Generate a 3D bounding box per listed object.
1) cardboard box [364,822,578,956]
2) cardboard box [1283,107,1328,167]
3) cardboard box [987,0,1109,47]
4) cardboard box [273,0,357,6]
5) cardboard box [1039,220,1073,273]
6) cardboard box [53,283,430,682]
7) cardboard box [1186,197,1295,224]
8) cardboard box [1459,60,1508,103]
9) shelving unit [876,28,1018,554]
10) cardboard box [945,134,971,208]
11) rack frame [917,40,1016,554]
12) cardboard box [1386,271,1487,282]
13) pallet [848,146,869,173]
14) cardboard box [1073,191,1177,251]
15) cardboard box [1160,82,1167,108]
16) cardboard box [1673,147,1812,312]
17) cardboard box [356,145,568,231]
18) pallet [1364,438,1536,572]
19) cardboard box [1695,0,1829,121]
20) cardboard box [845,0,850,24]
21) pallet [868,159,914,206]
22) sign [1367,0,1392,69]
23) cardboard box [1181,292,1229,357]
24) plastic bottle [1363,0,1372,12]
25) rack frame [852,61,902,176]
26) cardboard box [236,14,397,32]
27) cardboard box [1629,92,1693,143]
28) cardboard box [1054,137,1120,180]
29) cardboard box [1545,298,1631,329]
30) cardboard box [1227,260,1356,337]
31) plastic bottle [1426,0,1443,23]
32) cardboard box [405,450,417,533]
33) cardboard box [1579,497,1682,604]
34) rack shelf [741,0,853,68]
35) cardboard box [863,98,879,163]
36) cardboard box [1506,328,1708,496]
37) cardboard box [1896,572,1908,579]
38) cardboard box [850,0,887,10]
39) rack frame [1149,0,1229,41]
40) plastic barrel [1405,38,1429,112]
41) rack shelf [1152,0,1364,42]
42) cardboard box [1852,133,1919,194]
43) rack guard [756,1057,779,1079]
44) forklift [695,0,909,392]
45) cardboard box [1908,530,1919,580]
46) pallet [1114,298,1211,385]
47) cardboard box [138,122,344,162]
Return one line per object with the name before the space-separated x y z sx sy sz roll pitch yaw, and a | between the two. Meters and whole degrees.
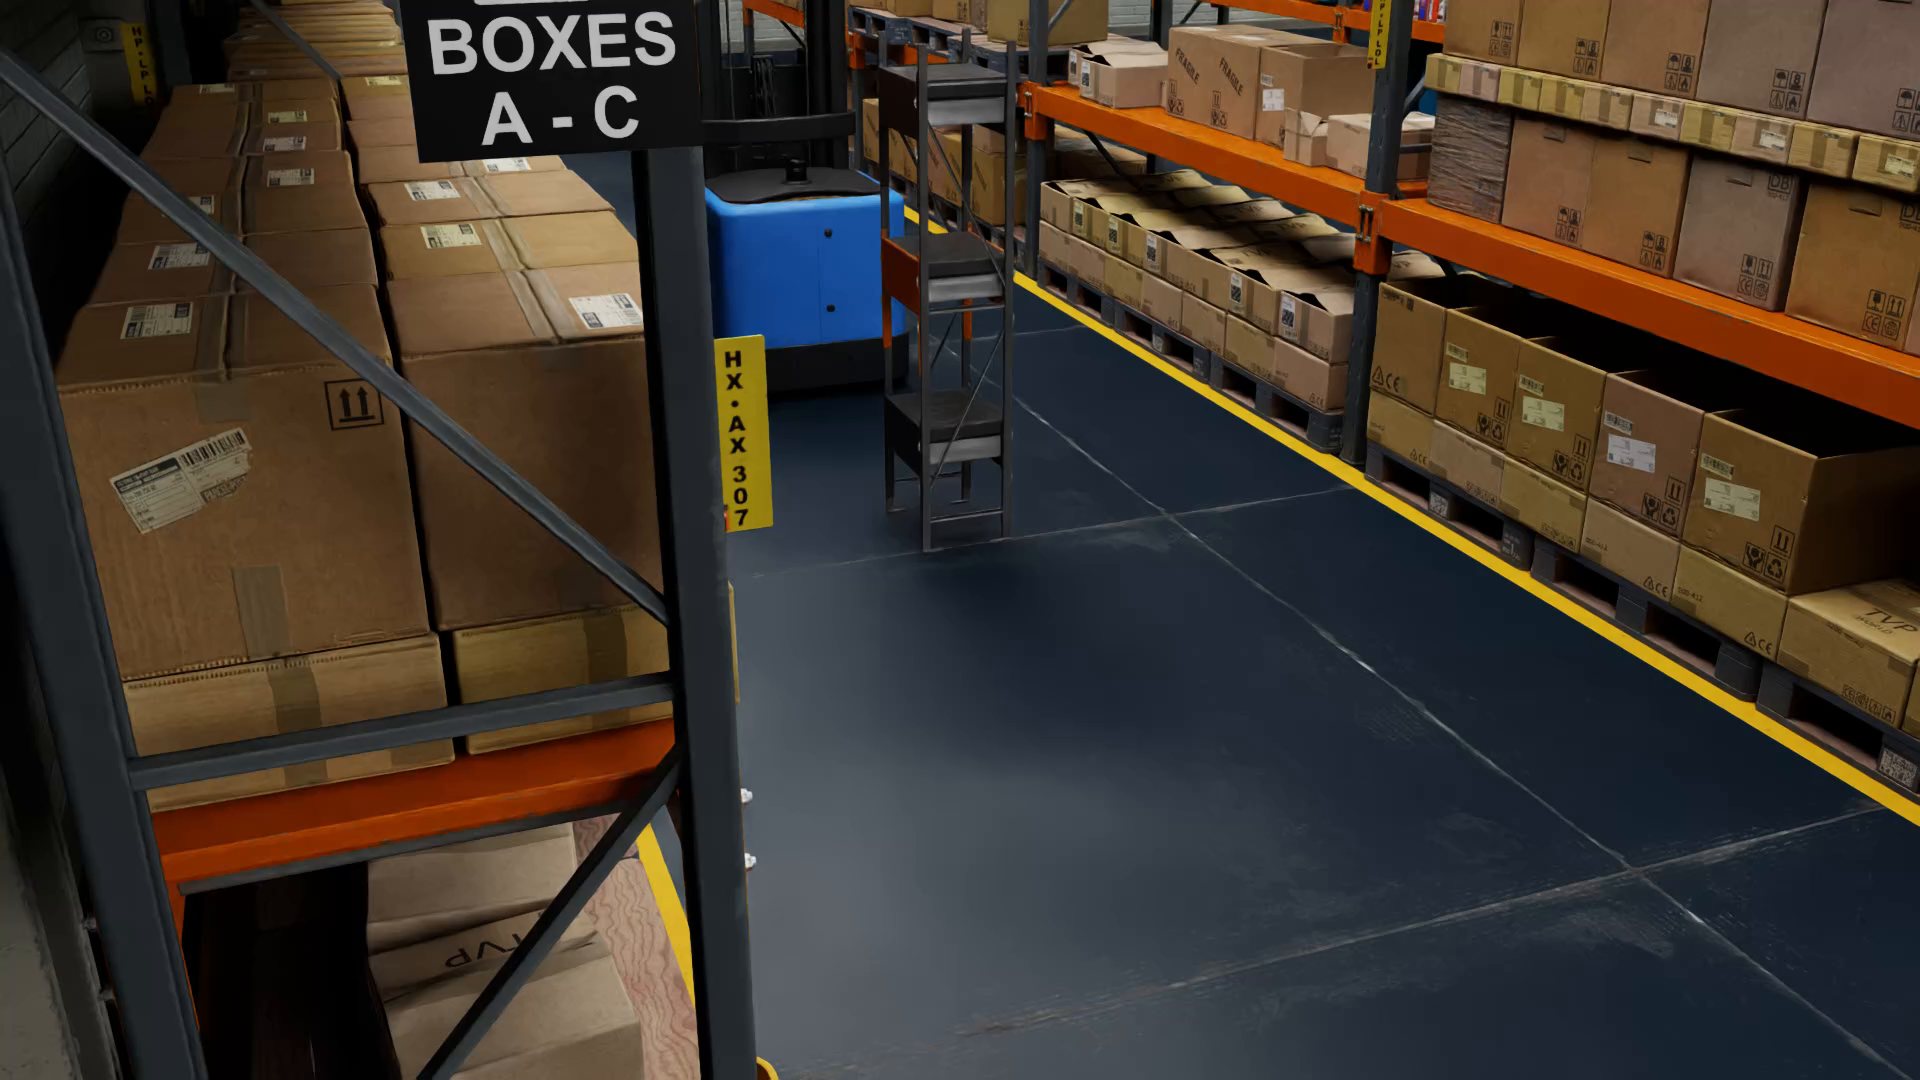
cardboard box | -1.225 0.872 4.215 0.500 0.311 0.500 -6 24 -15
cardboard box | 1.874 -2.060 8.449 0.396 0.266 0.258 -9 24 -20
cardboard box | 0.616 -3.734 11.578 0.700 0.500 0.500 -18 29 -36
cardboard box | -3.412 -2.912 8.766 0.380 0.149 0.250 -13 26 -28
cardboard box | 0.854 -1.977 11.079 0.500 0.250 0.500 -8 24 -19
cardboard box | -1.229 -0.121 2.878 0.500 0.500 0.500 -9 24 -20
cardboard box | 1.724 -1.938 10.263 0.500 0.311 0.500 -9 24 -19
cardboard box | 2.359 -1.958 7.069 0.380 0.149 0.250 -8 24 -18
shelving unit | -0.058 -1.028 6.985 0.431 2.100 0.503 -8 24 -19
cardboard box | 0.211 -2.828 12.749 0.500 0.500 0.500 -9 25 -21
rack frame | 0.028 -0.939 6.775 0.400 2.100 0.015 -8 24 -19
cardboard box | 2.444 -1.197 8.506 0.500 0.311 0.500 -8 24 -19
pallet | -0.711 -3.699 15.756 1.003 0.211 1.213 -8 24 -19
cardboard box | 1.047 -2.046 10.520 0.500 0.311 0.500 -9 24 -20
cardboard box | 1.447 -2.710 10.141 0.380 0.149 0.250 -7 24 -15
cardboard box | 3.067 -1.154 5.997 0.700 0.500 0.500 -8 24 -17
cardboard box | -1.286 -0.749 4.368 0.500 0.500 0.500 -8 24 -17
pallet | 2.598 -0.248 7.567 1.003 0.211 1.213 -8 24 -19
cardboard box | 3.051 -1.764 5.775 0.700 0.500 0.500 -8 24 -19
cardboard box | -0.886 -4.927 14.950 0.500 0.500 0.500 -8 24 -18
pallet | -0.147 -3.159 14.474 1.003 0.211 1.213 -8 24 -19
sign | 1.852 -2.247 7.330 0.100 0.325 0.005 -8 24 -19
cardboard box | 1.581 -1.235 9.318 0.500 0.250 0.500 -8 24 -18
plastic bottle | 3.896 -5.167 15.798 0.061 0.283 0.133 -8 24 -19
rack frame | -0.470 -4.735 14.622 1.000 3.000 0.127 -8 24 -19
cardboard box | -3.053 -2.230 7.984 0.700 0.500 0.500 -8 24 -19
cardboard box | 2.729 -1.581 6.175 0.380 0.149 0.250 -9 25 -21
cardboard box | 0.860 -2.726 12.508 0.500 0.500 0.500 -9 25 -21
cardboard box | 2.891 -0.778 7.268 0.500 0.500 0.500 -8 24 -19
cardboard box | 1.756 -1.309 8.771 0.500 0.311 0.500 -8 24 -18
plastic bottle | 4.300 -4.799 14.934 0.152 0.276 0.135 -8 24 -19
cardboard box | -0.936 -0.041 3.653 0.500 0.250 0.500 -9 25 -21
cardboard box | 2.763 0.001 6.384 0.500 0.250 0.500 -8 24 -19
rack shelf | -1.176 -5.130 16.485 1.077 0.370 4.000 -8 24 -19
cardboard box | -0.527 -3.576 14.525 0.500 0.500 0.500 -9 25 -21
cardboard box | 2.581 -0.525 6.668 0.500 0.500 0.500 -8 24 -19
cardboard box | 3.432 0.111 6.125 0.500 0.250 0.500 -8 24 -19
cardboard box | -0.512 -4.772 14.039 0.700 0.500 0.500 -18 29 -36
rack frame | 2.753 -6.866 19.679 1.000 3.000 0.127 -8 24 -19
plastic barrel | 4.342 -4.440 16.082 0.600 0.901 0.708 -8 24 -19
rack shelf | 3.459 -5.808 18.095 1.077 0.370 4.000 -8 24 -19
cardboard box | 3.092 -1.207 5.288 0.380 0.149 0.250 -8 24 -17
rack guard | -0.890 1.431 3.212 1.175 0.500 0.348 -8 24 -19
forklift | -1.276 -2.672 9.815 1.130 2.935 3.031 -8 24 -19
cardboard box | 3.610 -0.053 5.549 0.500 0.500 0.500 -8 24 -19
pallet | 1.625 -1.249 9.942 1.003 0.211 1.213 -8 24 -19
cardboard box | -1.956 -0.863 4.637 0.500 0.500 0.500 -8 24 -18
